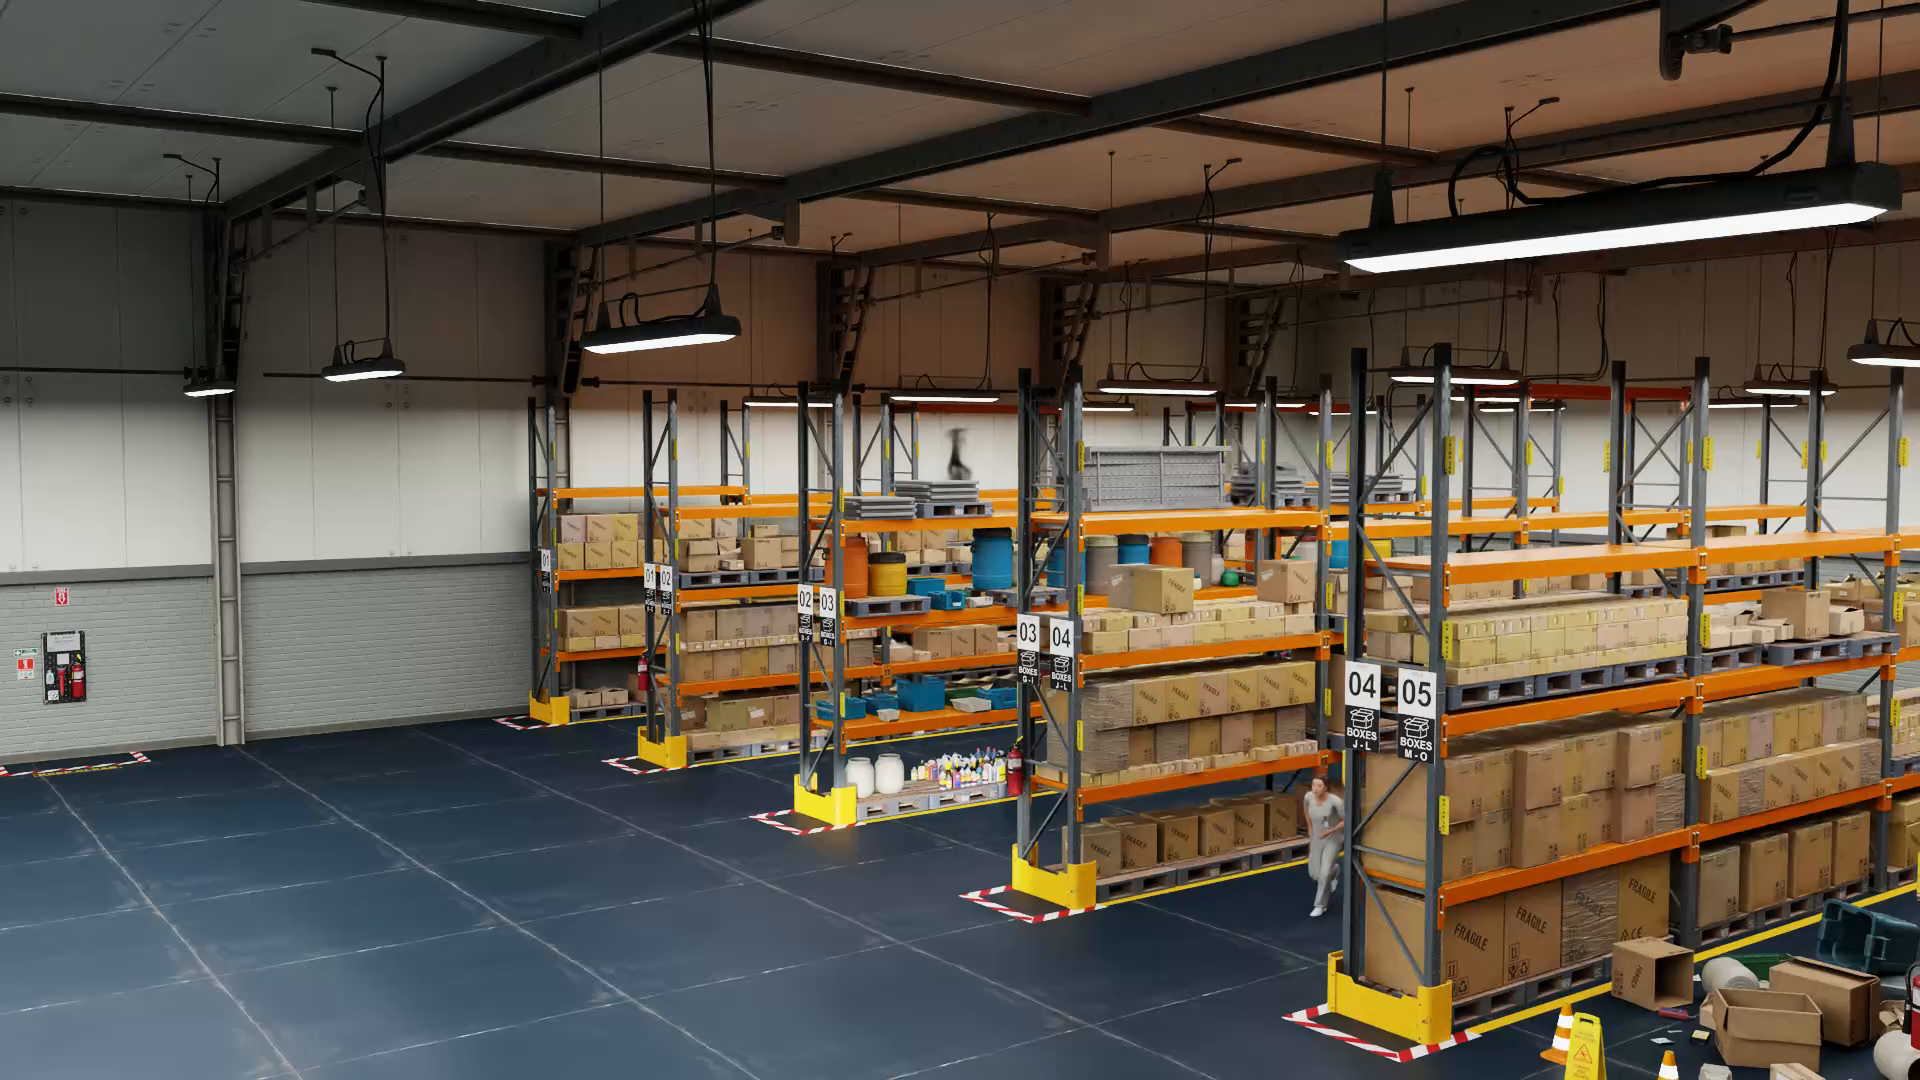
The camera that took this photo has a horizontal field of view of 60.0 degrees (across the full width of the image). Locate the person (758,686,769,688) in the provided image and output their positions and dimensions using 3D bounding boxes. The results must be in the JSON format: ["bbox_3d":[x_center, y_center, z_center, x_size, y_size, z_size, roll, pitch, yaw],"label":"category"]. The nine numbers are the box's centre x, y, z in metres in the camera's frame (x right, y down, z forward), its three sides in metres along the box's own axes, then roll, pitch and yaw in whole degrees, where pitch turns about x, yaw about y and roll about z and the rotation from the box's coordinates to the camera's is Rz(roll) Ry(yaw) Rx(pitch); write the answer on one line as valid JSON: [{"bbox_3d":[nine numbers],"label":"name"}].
[{"bbox_3d":[-3.659,2.674,29.778,0.569,1.434,0.866,3,4,37],"label":"person"}]

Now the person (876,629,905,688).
[{"bbox_3d":[-1.229,2.466,31.759,0.880,1.666,0.603,-2,4,-34],"label":"person"}]

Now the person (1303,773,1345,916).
[{"bbox_3d":[4.012,3.310,18.204,0.555,1.601,0.709,2,4,32],"label":"person"}]
